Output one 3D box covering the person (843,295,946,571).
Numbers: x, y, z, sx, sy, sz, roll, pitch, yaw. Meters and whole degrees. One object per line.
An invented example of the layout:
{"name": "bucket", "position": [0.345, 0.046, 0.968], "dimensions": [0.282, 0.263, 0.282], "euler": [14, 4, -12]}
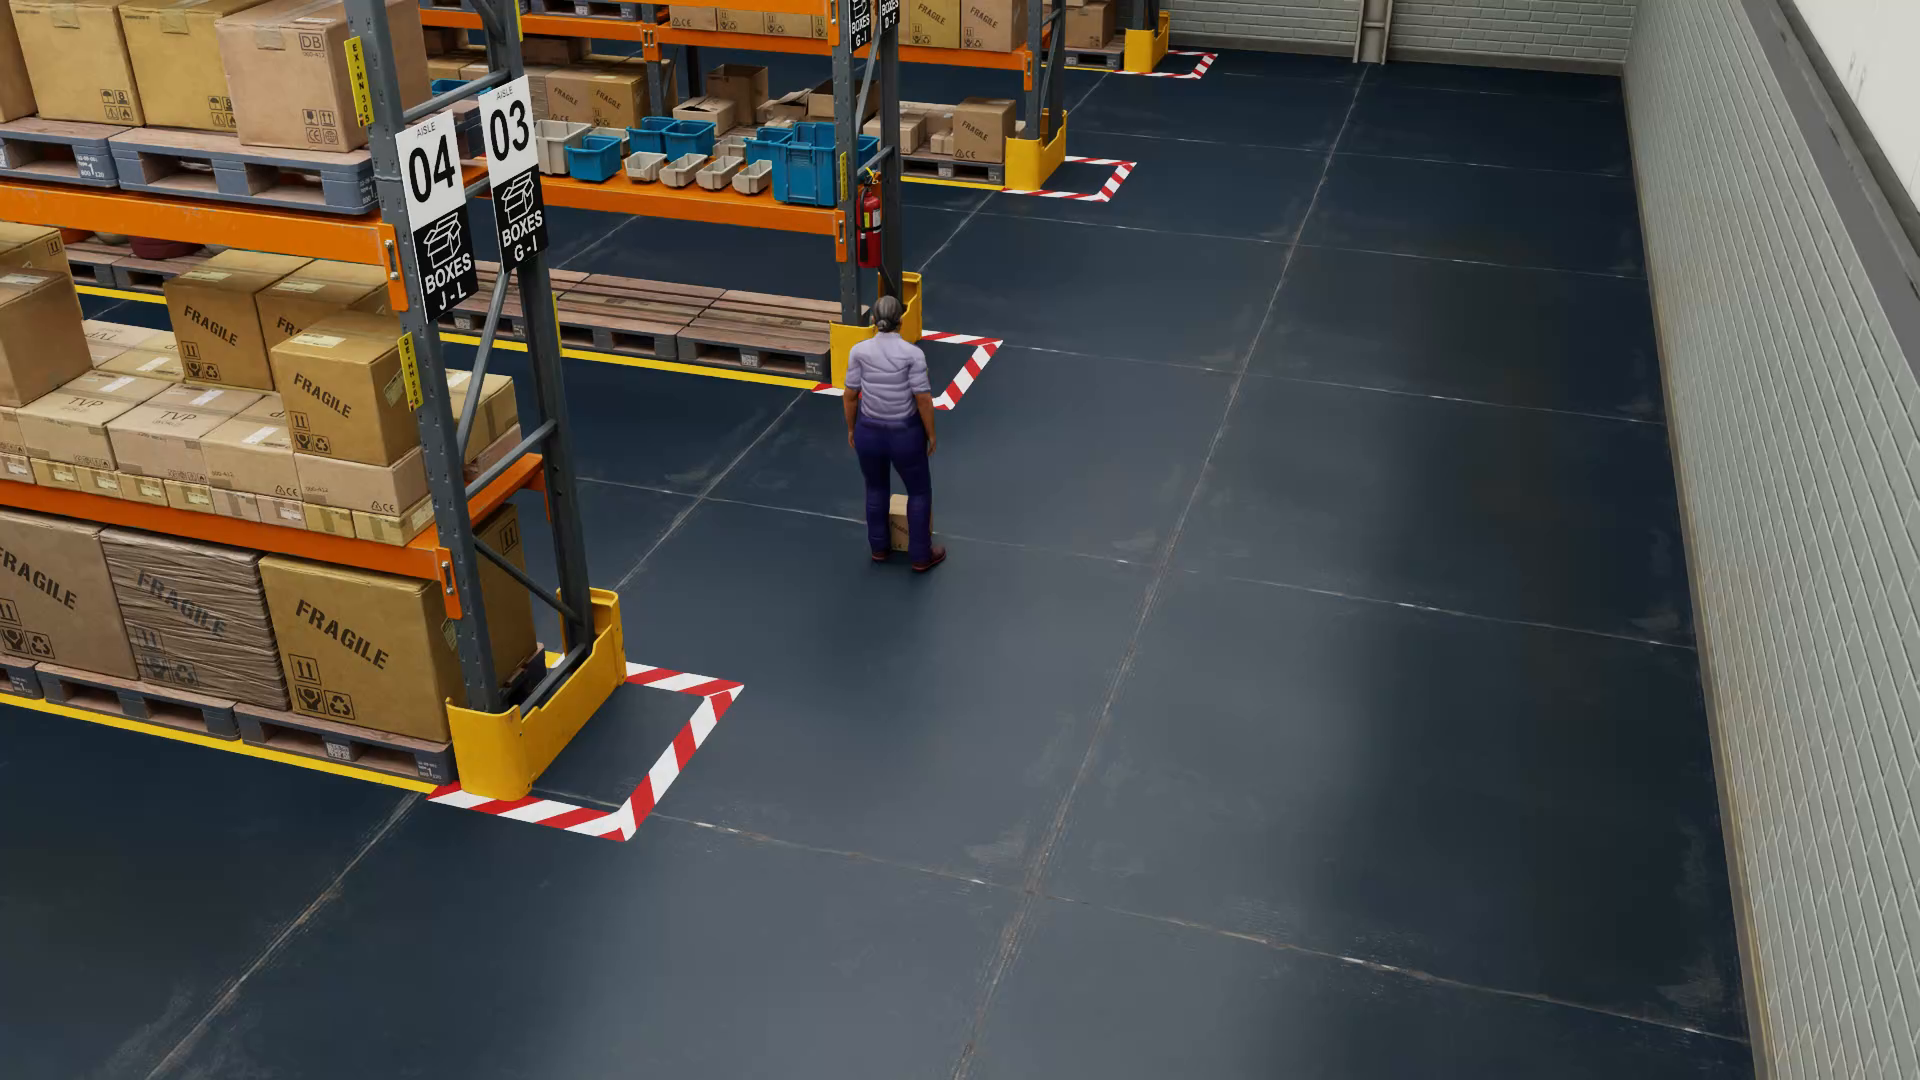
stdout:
{"name": "person", "position": [-0.373, -0.619, 9.606], "dimensions": [0.562, 1.651, 0.392], "euler": [7, 30, 12]}
